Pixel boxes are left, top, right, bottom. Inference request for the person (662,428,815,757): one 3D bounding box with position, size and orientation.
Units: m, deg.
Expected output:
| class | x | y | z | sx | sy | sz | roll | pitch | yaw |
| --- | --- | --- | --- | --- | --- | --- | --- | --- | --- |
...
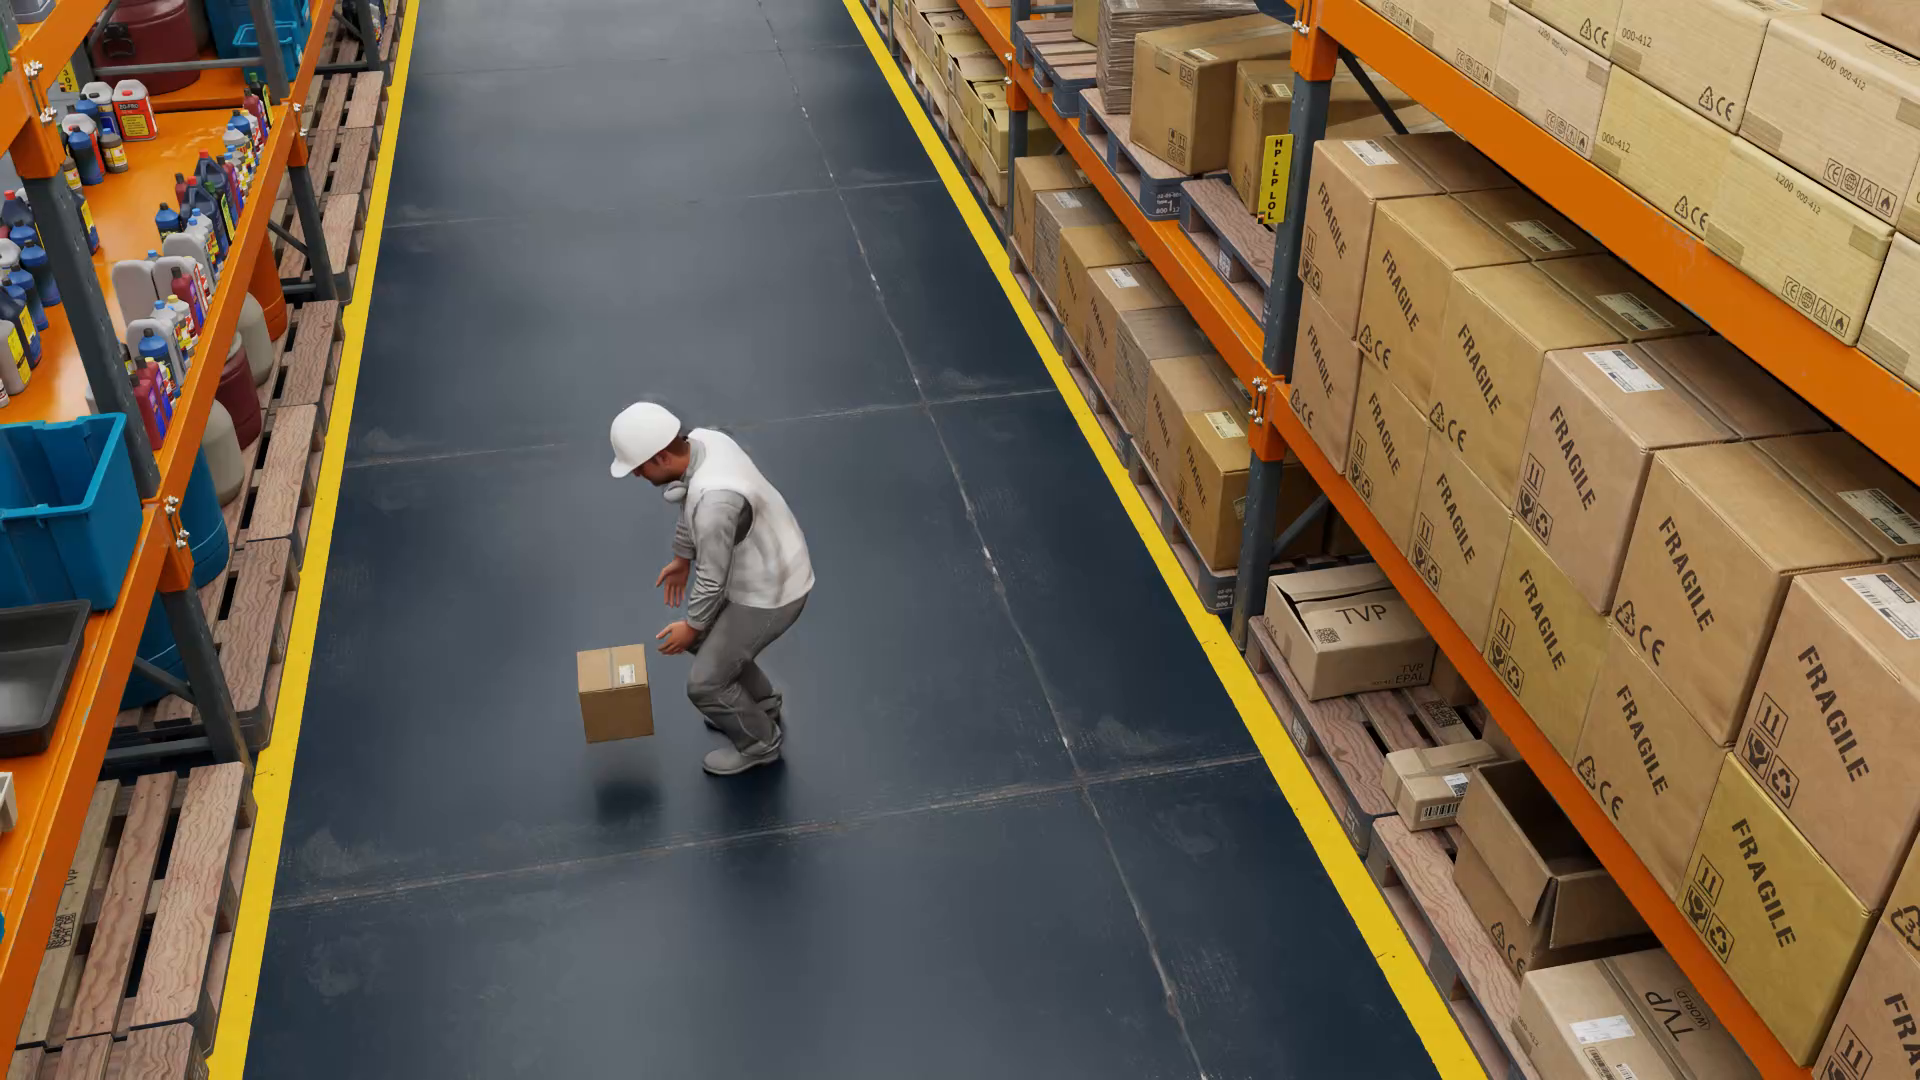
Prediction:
| class | x | y | z | sx | sy | sz | roll | pitch | yaw |
| --- | --- | --- | --- | --- | --- | --- | --- | --- | --- |
| person | -0.802 | 0.185 | 6.126 | 0.524 | 1.345 | 0.484 | -7 | 35 | -10 |
